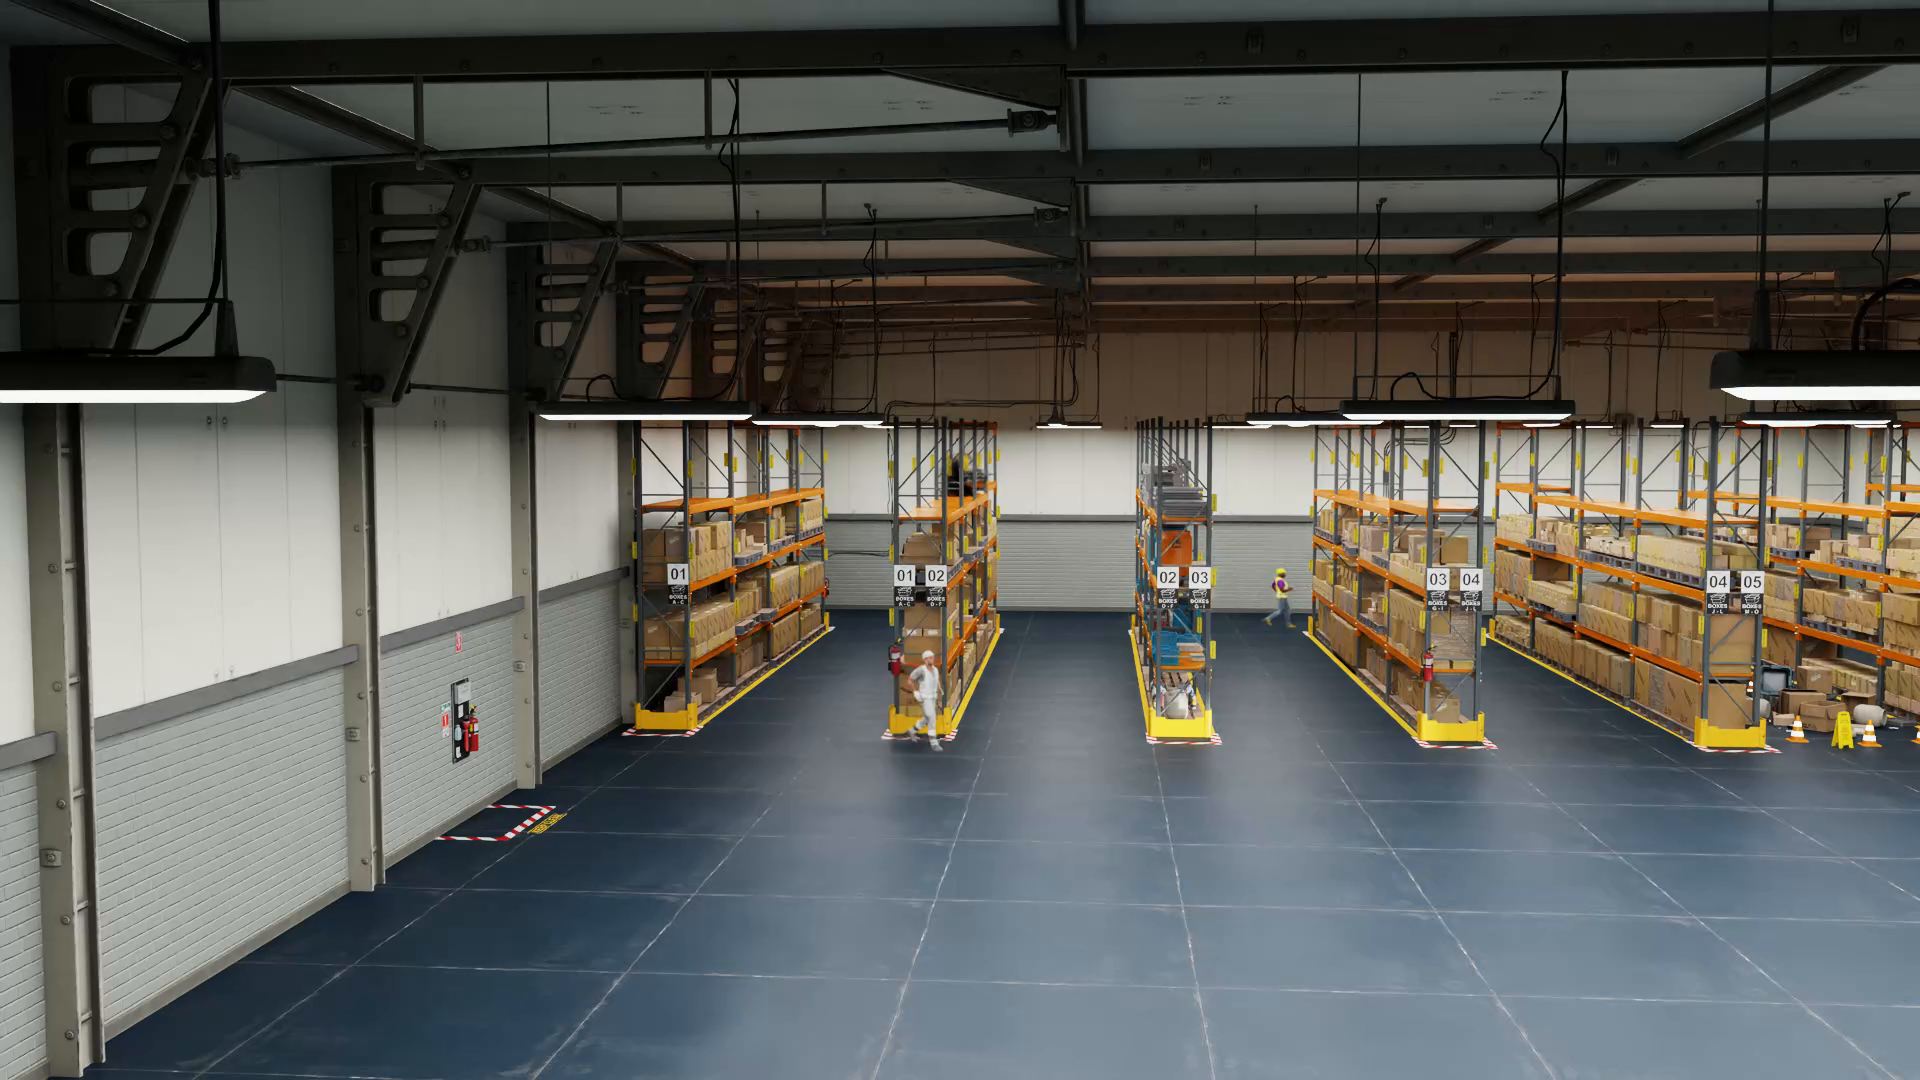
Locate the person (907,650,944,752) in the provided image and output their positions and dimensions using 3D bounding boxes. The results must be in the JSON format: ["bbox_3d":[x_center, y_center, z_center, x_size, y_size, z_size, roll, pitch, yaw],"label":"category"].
[{"bbox_3d":[-0.610,2.881,30.009,0.928,1.796,0.682,3,5,37],"label":"person"}]

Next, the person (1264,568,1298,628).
[{"bbox_3d":[9.295,1.689,48.107,0.961,1.744,0.712,0,4,6],"label":"person"}]
